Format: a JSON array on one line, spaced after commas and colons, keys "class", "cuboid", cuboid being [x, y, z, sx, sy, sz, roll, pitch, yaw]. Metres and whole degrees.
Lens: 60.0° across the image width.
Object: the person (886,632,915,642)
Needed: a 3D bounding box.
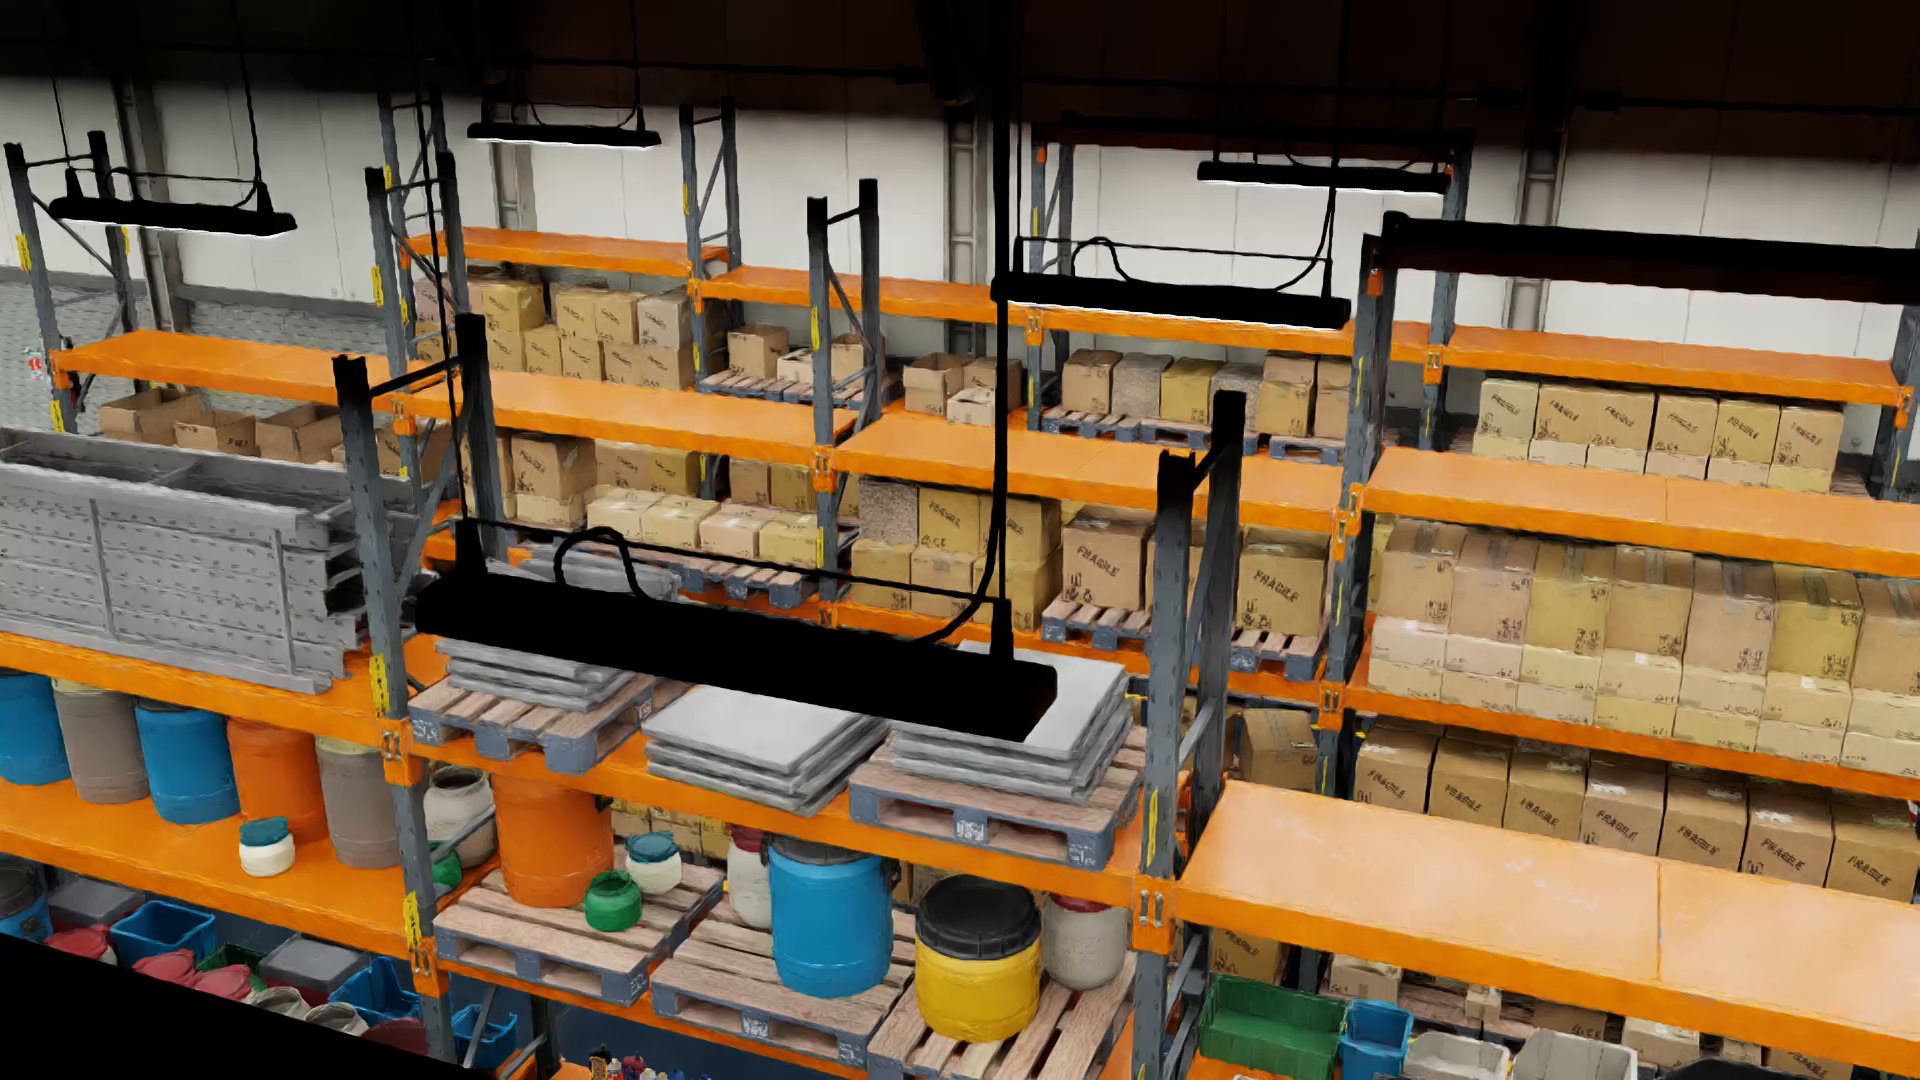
[{"class": "person", "cuboid": [-0.601, 0.882, 17.699, 0.578, 1.714, 0.719, 7, 22, 19]}]
